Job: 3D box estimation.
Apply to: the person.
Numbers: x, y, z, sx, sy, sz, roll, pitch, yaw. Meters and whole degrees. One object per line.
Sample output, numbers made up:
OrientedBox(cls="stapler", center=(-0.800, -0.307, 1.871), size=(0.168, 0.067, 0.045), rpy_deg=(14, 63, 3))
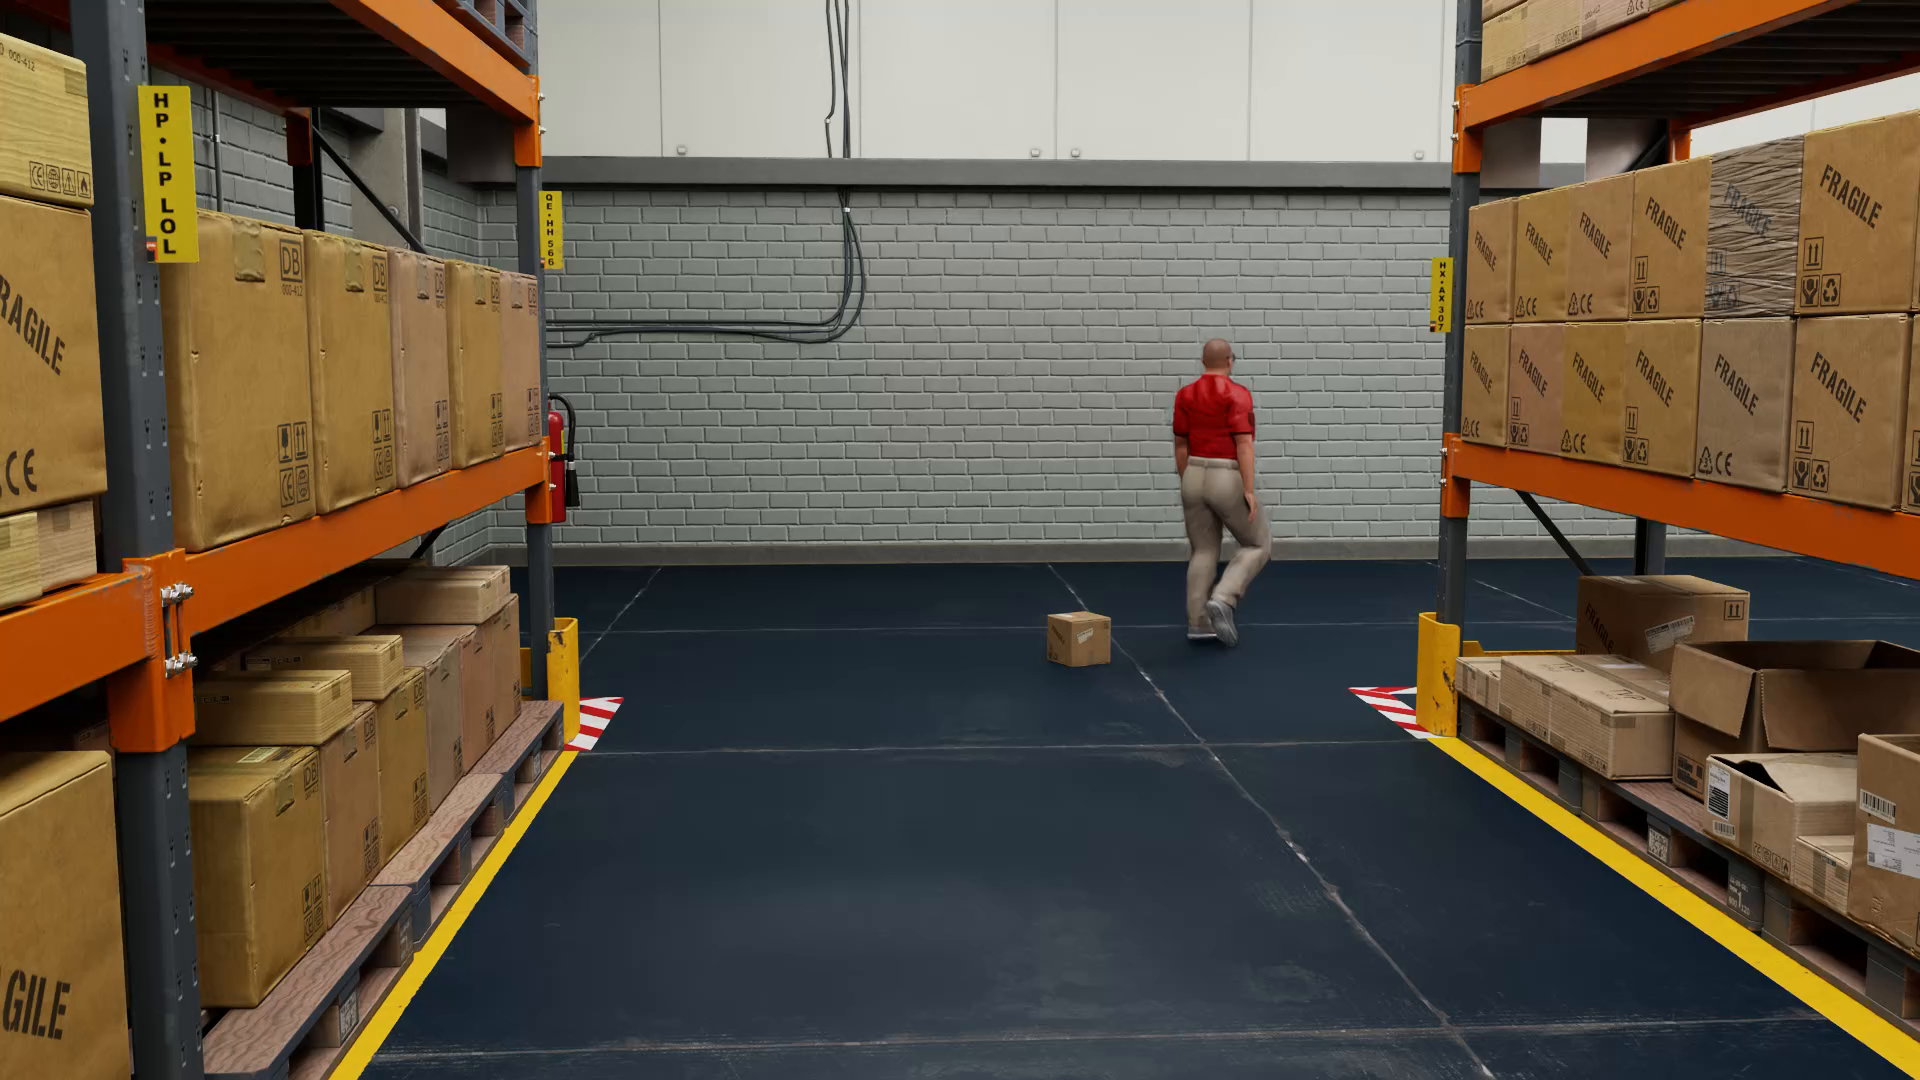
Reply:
OrientedBox(cls="person", center=(1.478, -0.272, 9.455), size=(0.574, 1.743, 0.471), rpy_deg=(6, 9, 40))
